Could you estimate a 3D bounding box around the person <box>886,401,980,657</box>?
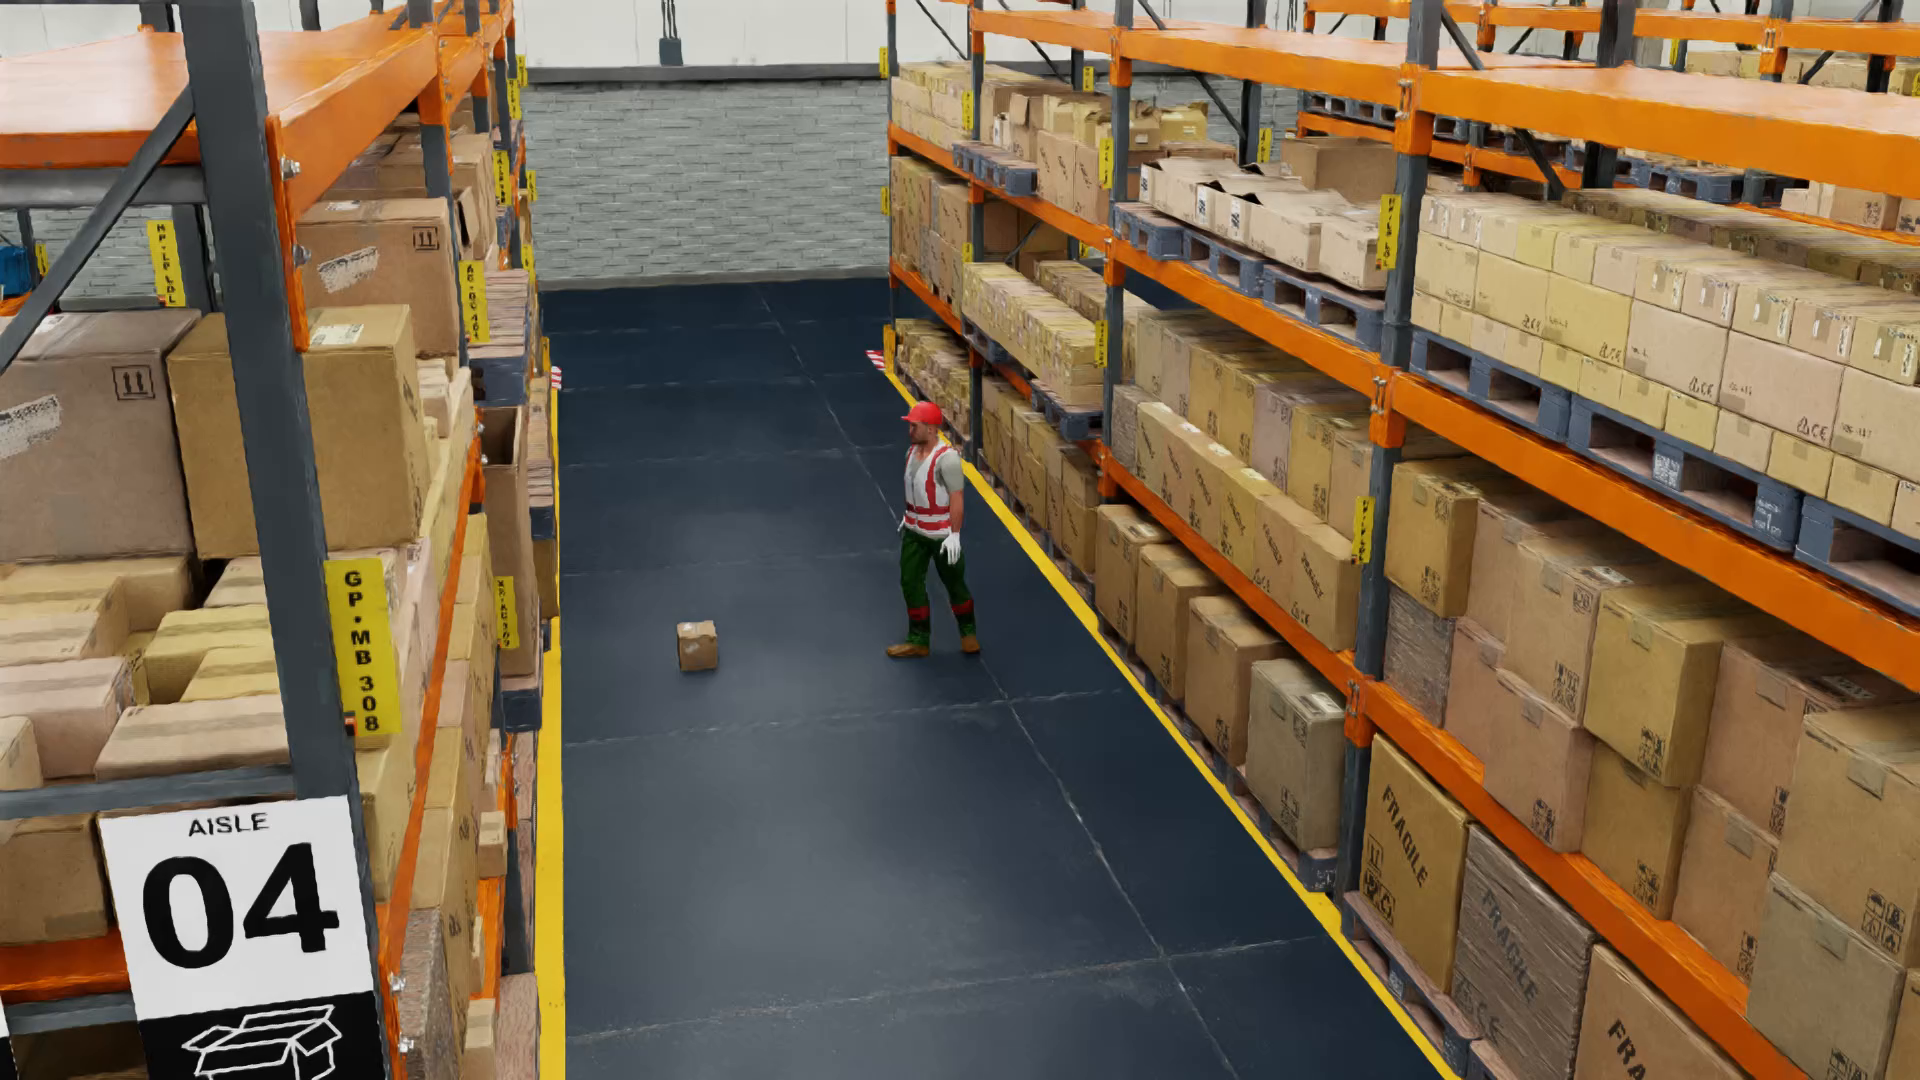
[{"bbox_3d":[-0.191,-0.074,11.253,0.618,1.783,0.678,-17,26,-40],"label":"person"}]
